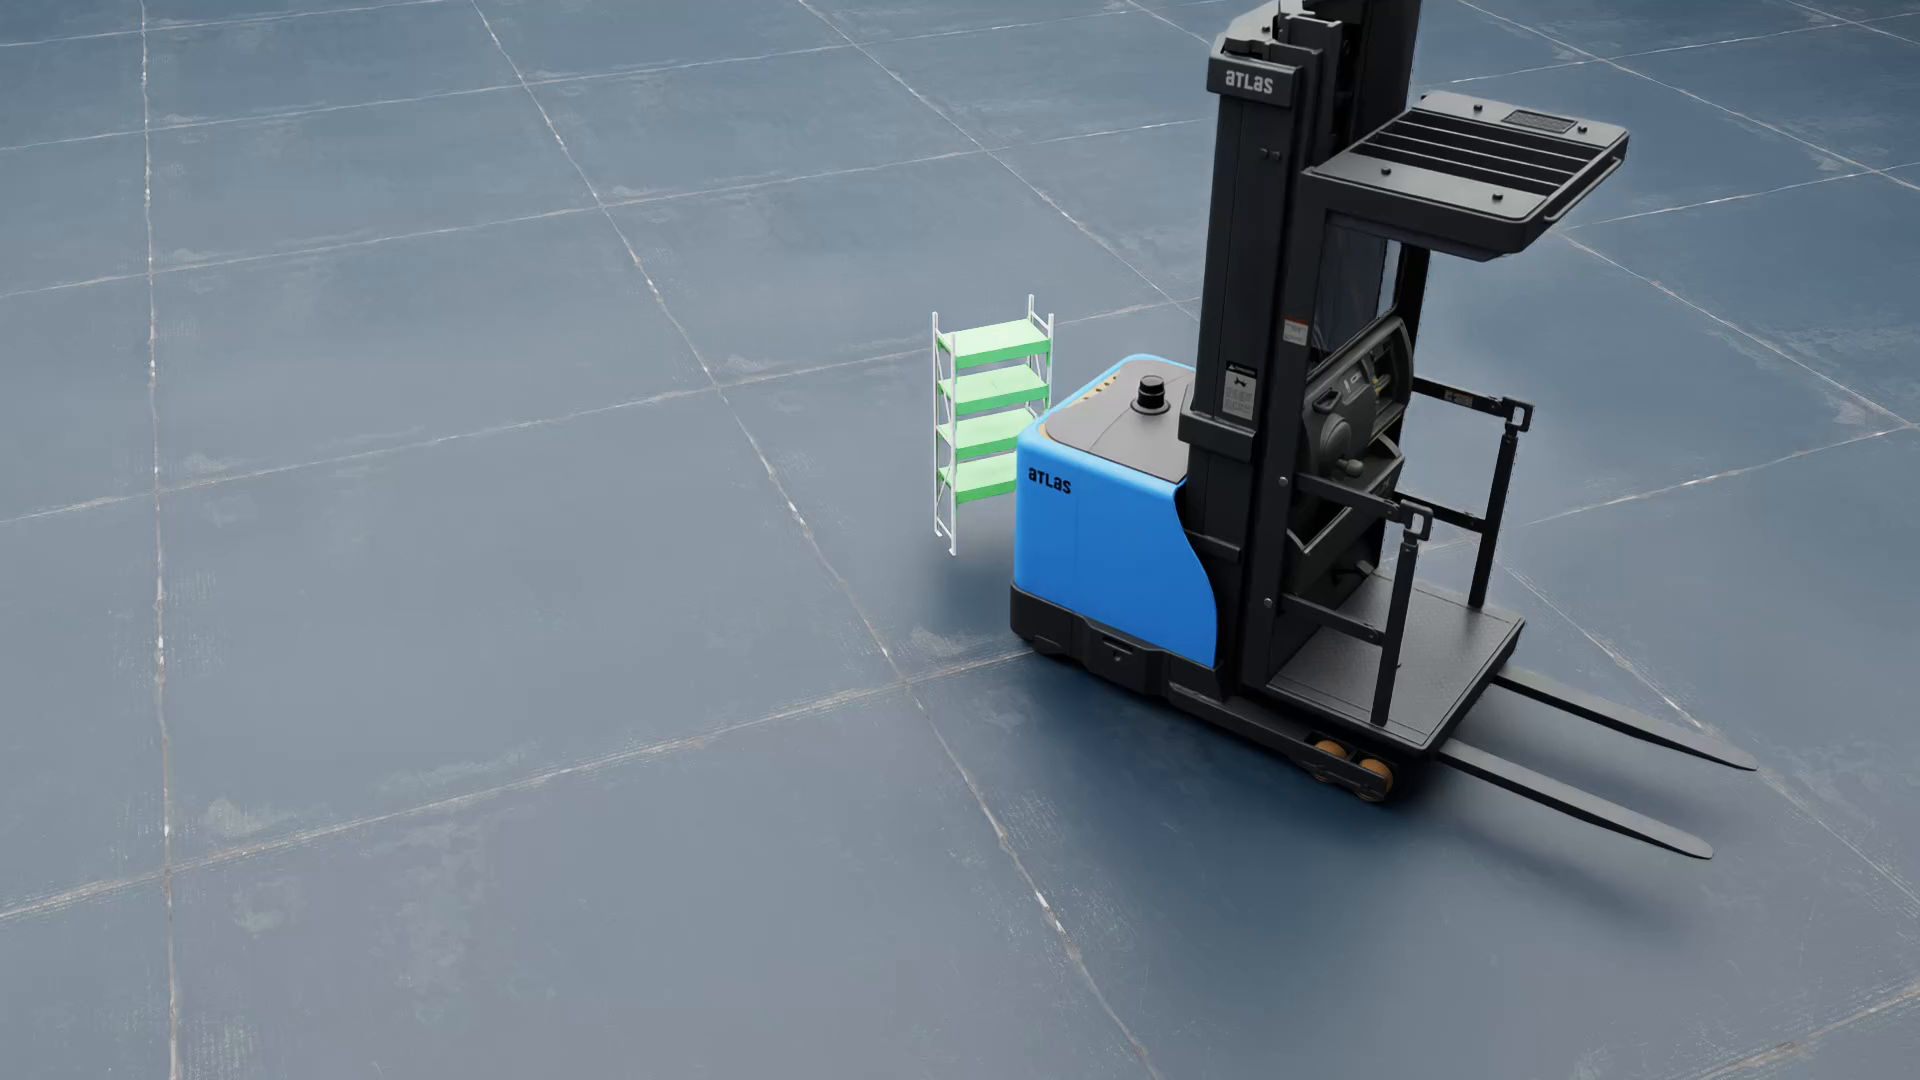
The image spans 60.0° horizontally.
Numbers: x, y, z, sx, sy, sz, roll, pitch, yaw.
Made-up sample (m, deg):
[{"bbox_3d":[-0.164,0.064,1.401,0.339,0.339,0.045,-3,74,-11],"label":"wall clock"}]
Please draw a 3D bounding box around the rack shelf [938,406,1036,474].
[{"bbox_3d":[0.153,-0.484,8.011,0.480,0.148,0.258,-13,35,-19],"label":"rack shelf"}]

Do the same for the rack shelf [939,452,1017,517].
[{"bbox_3d":[0.153,-0.283,8.142,0.480,0.148,0.258,-13,35,-19],"label":"rack shelf"}]

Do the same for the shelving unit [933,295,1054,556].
[{"bbox_3d":[0.153,-0.538,7.976,0.503,1.200,0.258,-13,35,-19],"label":"shelving unit"}]

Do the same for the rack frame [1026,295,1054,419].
[{"bbox_3d":[0.378,-0.589,8.056,0.015,1.200,0.240,-13,35,-19],"label":"rack frame"}]

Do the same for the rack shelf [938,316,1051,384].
[{"bbox_3d":[0.153,-0.887,7.750,0.480,0.148,0.258,-13,35,-19],"label":"rack shelf"}]

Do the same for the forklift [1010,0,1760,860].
[{"bbox_3d":[1.712,-0.514,6.353,3.031,2.935,1.130,22,39,30],"label":"forklift"}]

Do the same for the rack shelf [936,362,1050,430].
[{"bbox_3d":[0.153,-0.685,7.880,0.480,0.148,0.258,-13,35,-19],"label":"rack shelf"}]

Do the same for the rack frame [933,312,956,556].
[{"bbox_3d":[-0.072,-0.486,7.897,0.015,1.200,0.240,-13,35,-19],"label":"rack frame"}]
